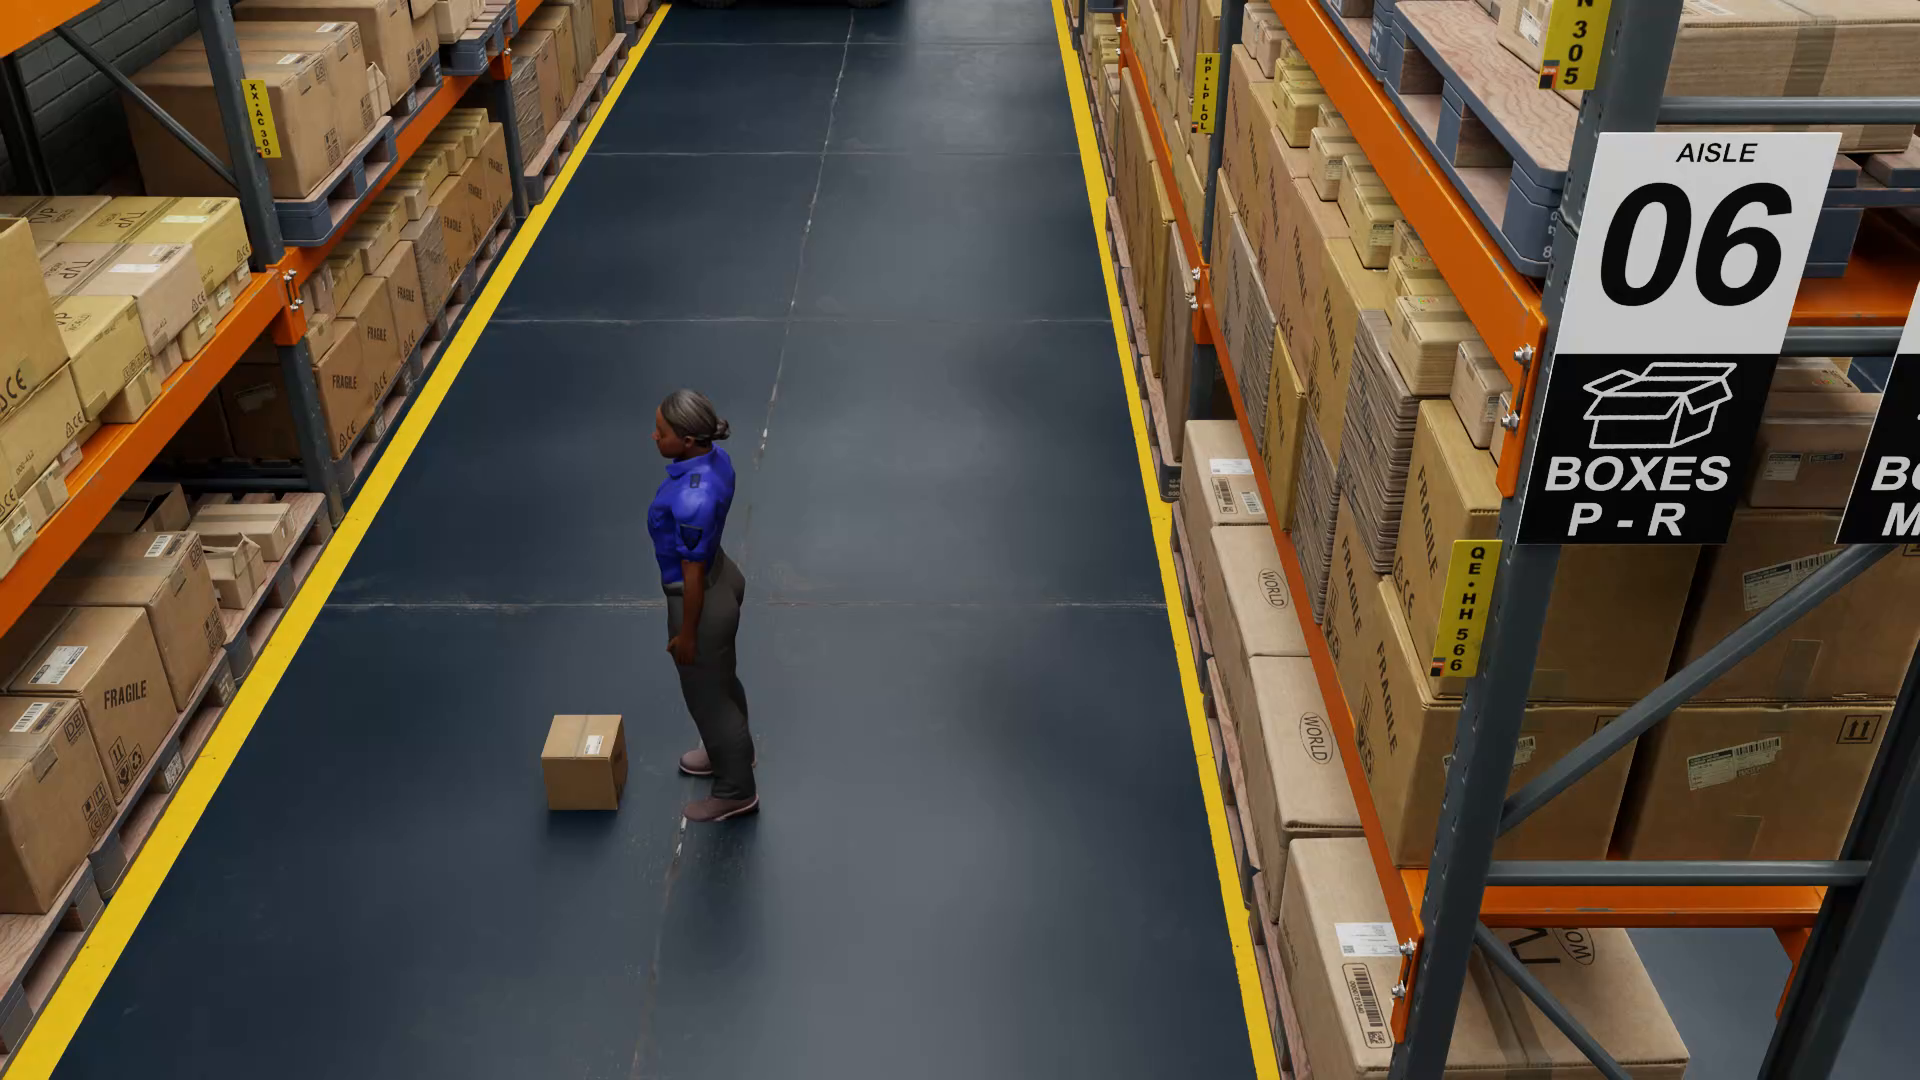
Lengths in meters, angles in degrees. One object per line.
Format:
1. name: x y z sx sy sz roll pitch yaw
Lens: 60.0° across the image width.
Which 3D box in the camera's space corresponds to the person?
1. person: -0.902 0.246 5.785 0.333 1.676 0.438 1 32 1
